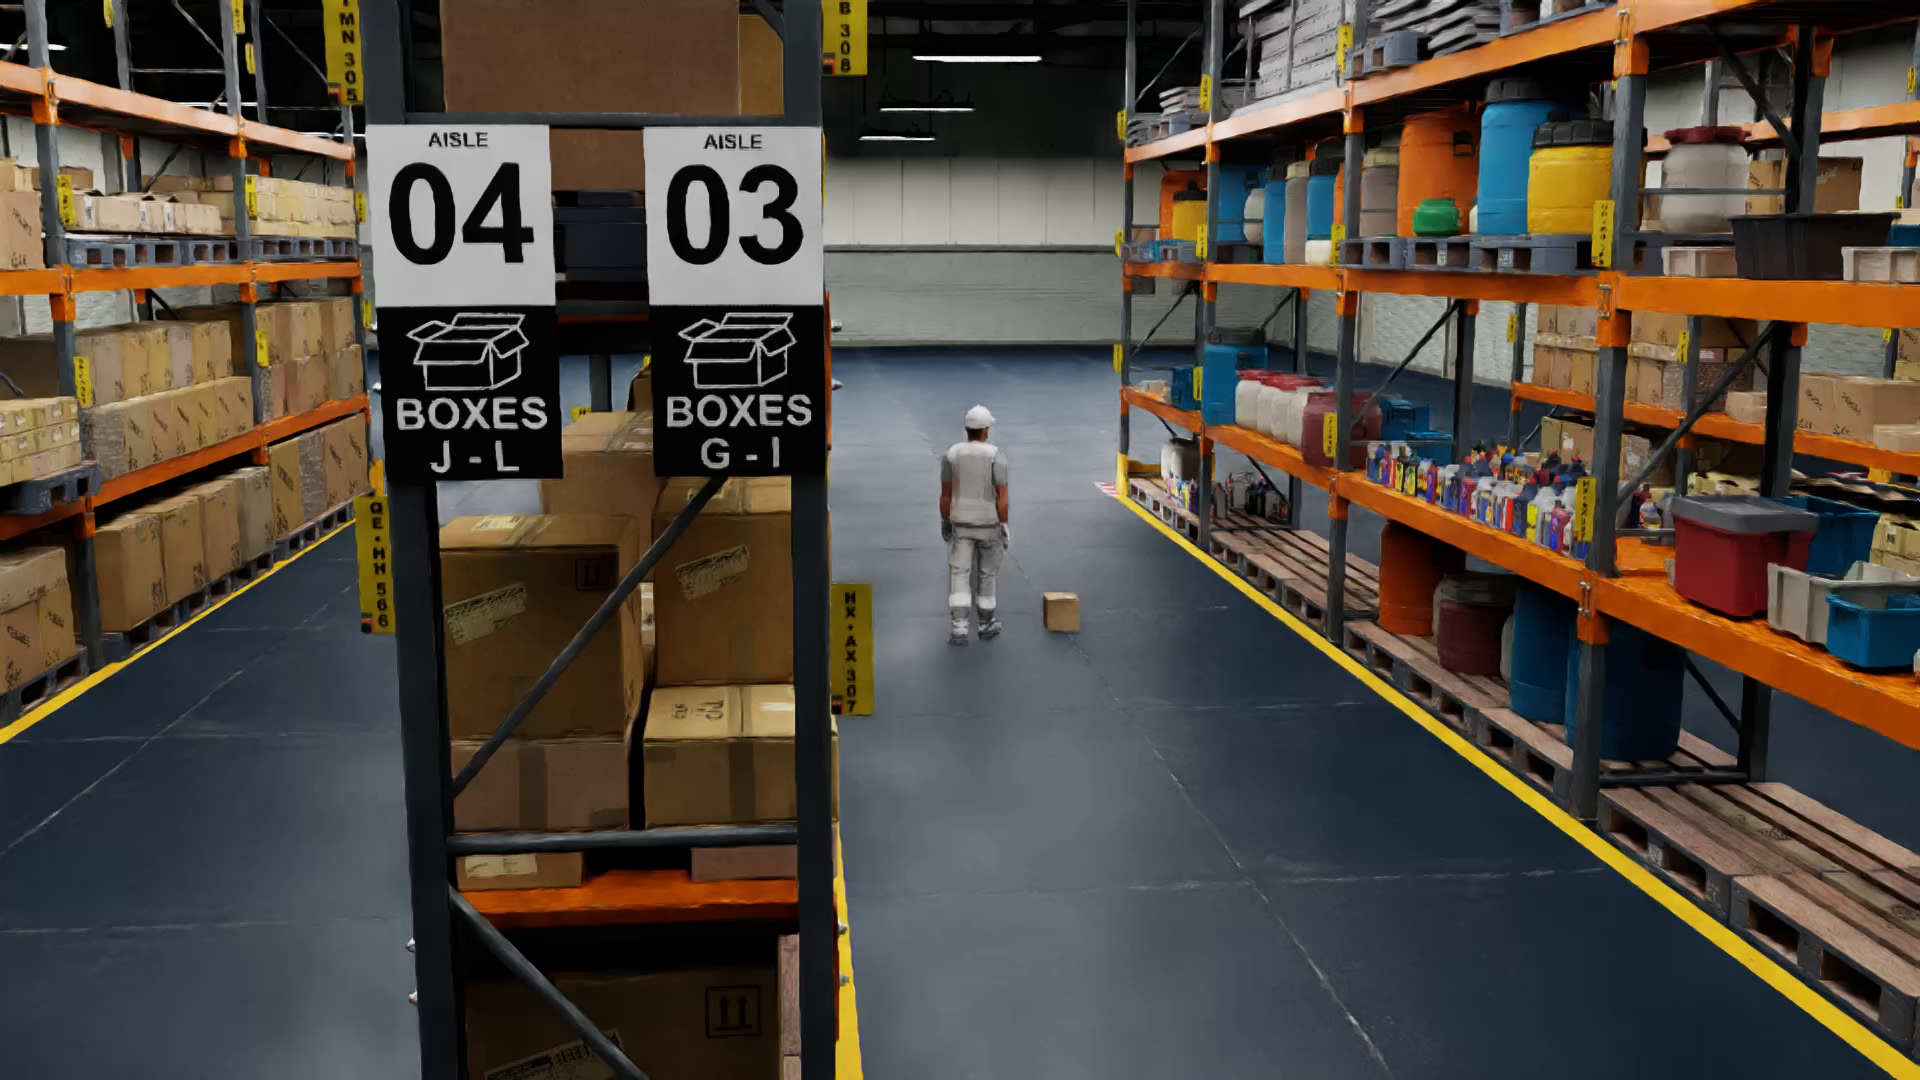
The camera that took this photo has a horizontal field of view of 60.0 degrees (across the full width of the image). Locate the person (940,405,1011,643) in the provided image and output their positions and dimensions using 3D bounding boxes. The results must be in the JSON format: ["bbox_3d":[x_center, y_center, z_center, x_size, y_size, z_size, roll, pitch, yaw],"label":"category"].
[{"bbox_3d":[0.121,-0.120,12.485,0.555,1.792,0.687,2,10,12],"label":"person"}]
